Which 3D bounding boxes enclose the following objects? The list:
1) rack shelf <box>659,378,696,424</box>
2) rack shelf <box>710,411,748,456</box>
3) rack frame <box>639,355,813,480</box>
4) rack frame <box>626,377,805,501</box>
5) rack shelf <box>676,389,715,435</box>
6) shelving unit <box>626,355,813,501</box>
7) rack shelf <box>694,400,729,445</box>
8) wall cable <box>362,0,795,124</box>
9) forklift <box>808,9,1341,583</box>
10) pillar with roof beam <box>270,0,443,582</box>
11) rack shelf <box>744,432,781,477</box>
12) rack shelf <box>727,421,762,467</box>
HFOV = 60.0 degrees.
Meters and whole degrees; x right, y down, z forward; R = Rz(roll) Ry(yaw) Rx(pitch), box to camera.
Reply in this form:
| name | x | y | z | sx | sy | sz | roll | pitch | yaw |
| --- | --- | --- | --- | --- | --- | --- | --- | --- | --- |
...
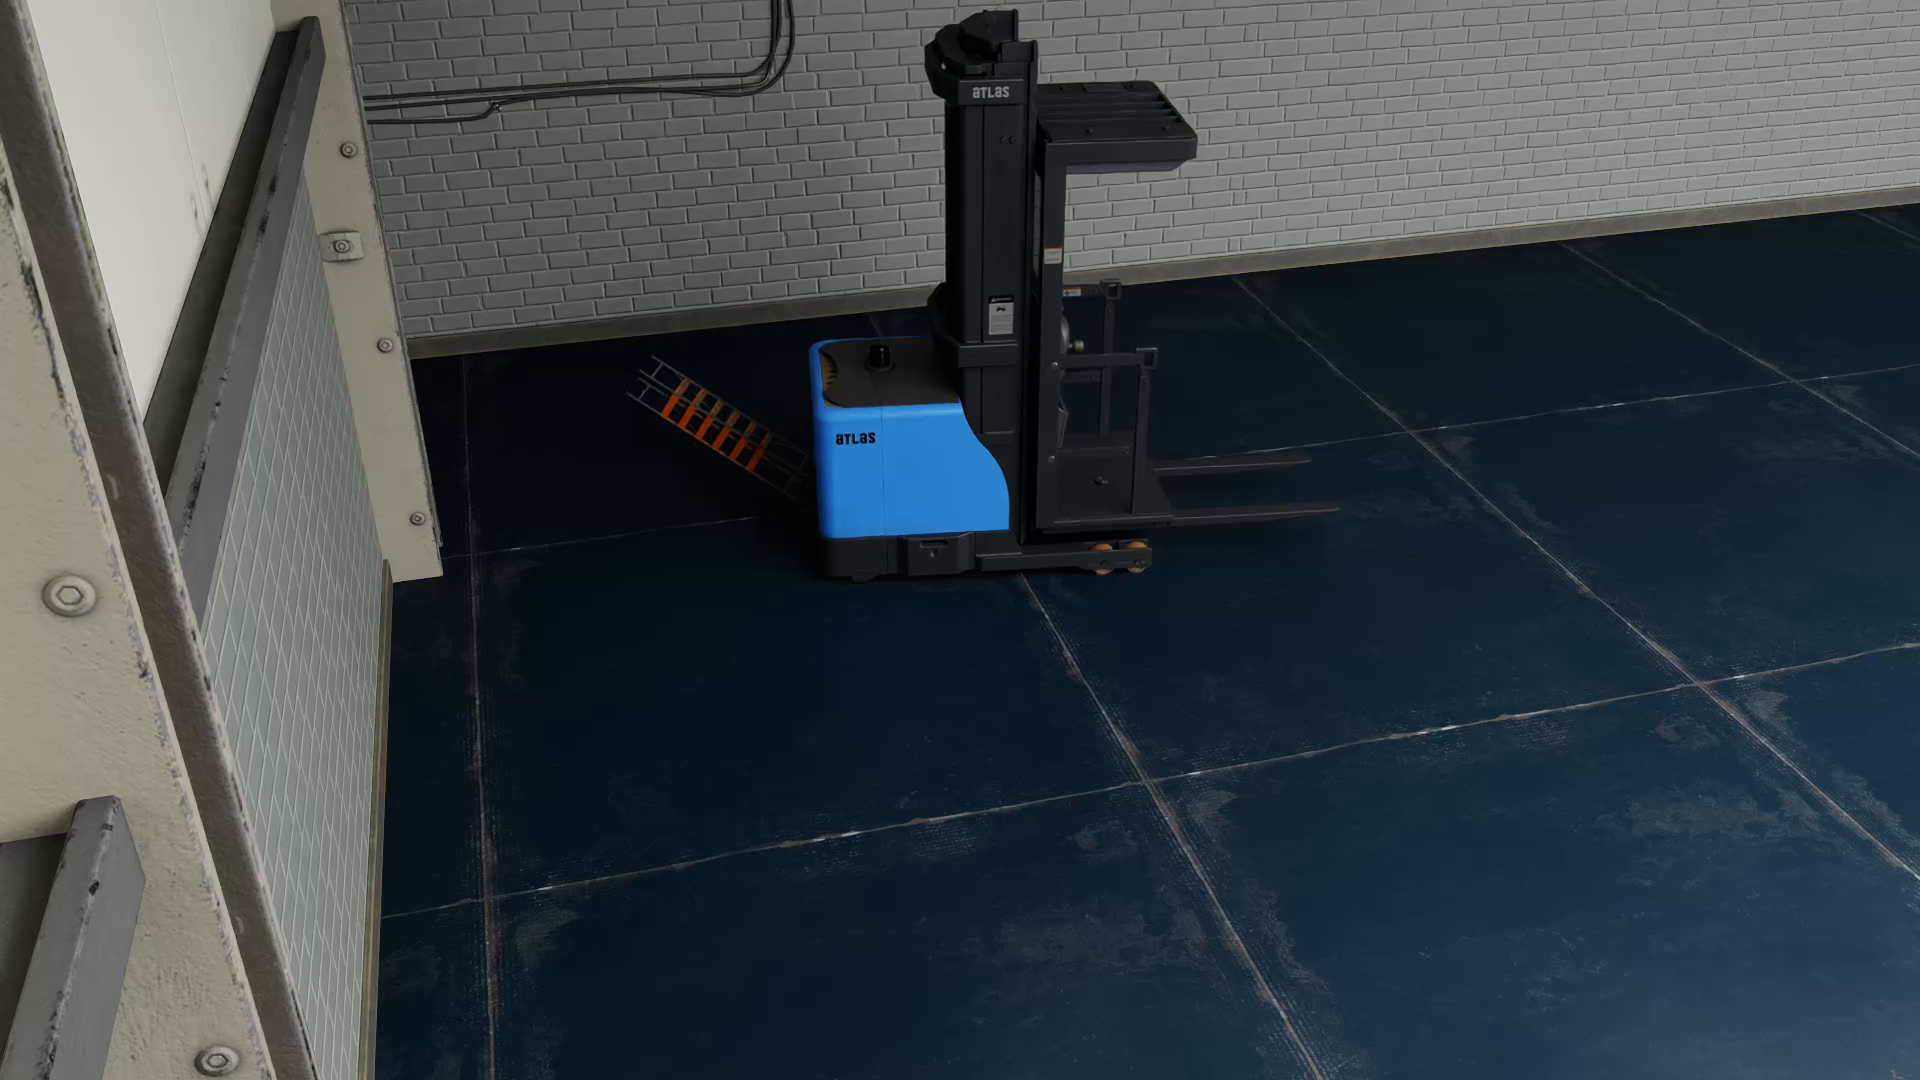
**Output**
| name | x | y | z | sx | sy | sz | roll | pitch | yaw |
| --- | --- | --- | --- | --- | --- | --- | --- | --- | --- |
| rack shelf | -1.702 | -0.850 | 10.075 | 0.103 | 0.180 | 0.258 | 33 | 30 | -9 |
| rack shelf | -1.402 | -0.658 | 10.130 | 0.103 | 0.180 | 0.258 | 33 | 30 | -9 |
| rack frame | -1.391 | -0.745 | 10.078 | 1.200 | 0.006 | 0.240 | 33 | 30 | -9 |
| rack frame | -1.487 | -0.619 | 10.169 | 1.200 | 0.006 | 0.240 | 33 | 30 | -9 |
| rack shelf | -1.602 | -0.786 | 10.093 | 0.103 | 0.180 | 0.258 | 33 | 30 | -9 |
| shelving unit | -1.439 | -0.682 | 10.123 | 1.200 | 0.189 | 0.258 | 33 | 30 | -9 |
| rack shelf | -1.502 | -0.722 | 10.112 | 0.103 | 0.180 | 0.258 | 33 | 30 | -9 |
| wall cable | -2.632 | -4.023 | 10.817 | 3.097 | 2.526 | 0.112 | -8 | 31 | -13 |
| forklift | 0.665 | -1.339 | 9.137 | 3.031 | 2.935 | 1.130 | -3 | 30 | -6 |
| pillar with roof beam | 1.026 | -4.341 | 8.266 | 9.100 | 9.000 | 0.400 | -8 | 31 | -13 |
| rack shelf | -1.202 | -0.531 | 10.166 | 0.103 | 0.180 | 0.258 | 33 | 30 | -9 |
| rack shelf | -1.302 | -0.595 | 10.148 | 0.103 | 0.180 | 0.258 | 33 | 30 | -9 |
